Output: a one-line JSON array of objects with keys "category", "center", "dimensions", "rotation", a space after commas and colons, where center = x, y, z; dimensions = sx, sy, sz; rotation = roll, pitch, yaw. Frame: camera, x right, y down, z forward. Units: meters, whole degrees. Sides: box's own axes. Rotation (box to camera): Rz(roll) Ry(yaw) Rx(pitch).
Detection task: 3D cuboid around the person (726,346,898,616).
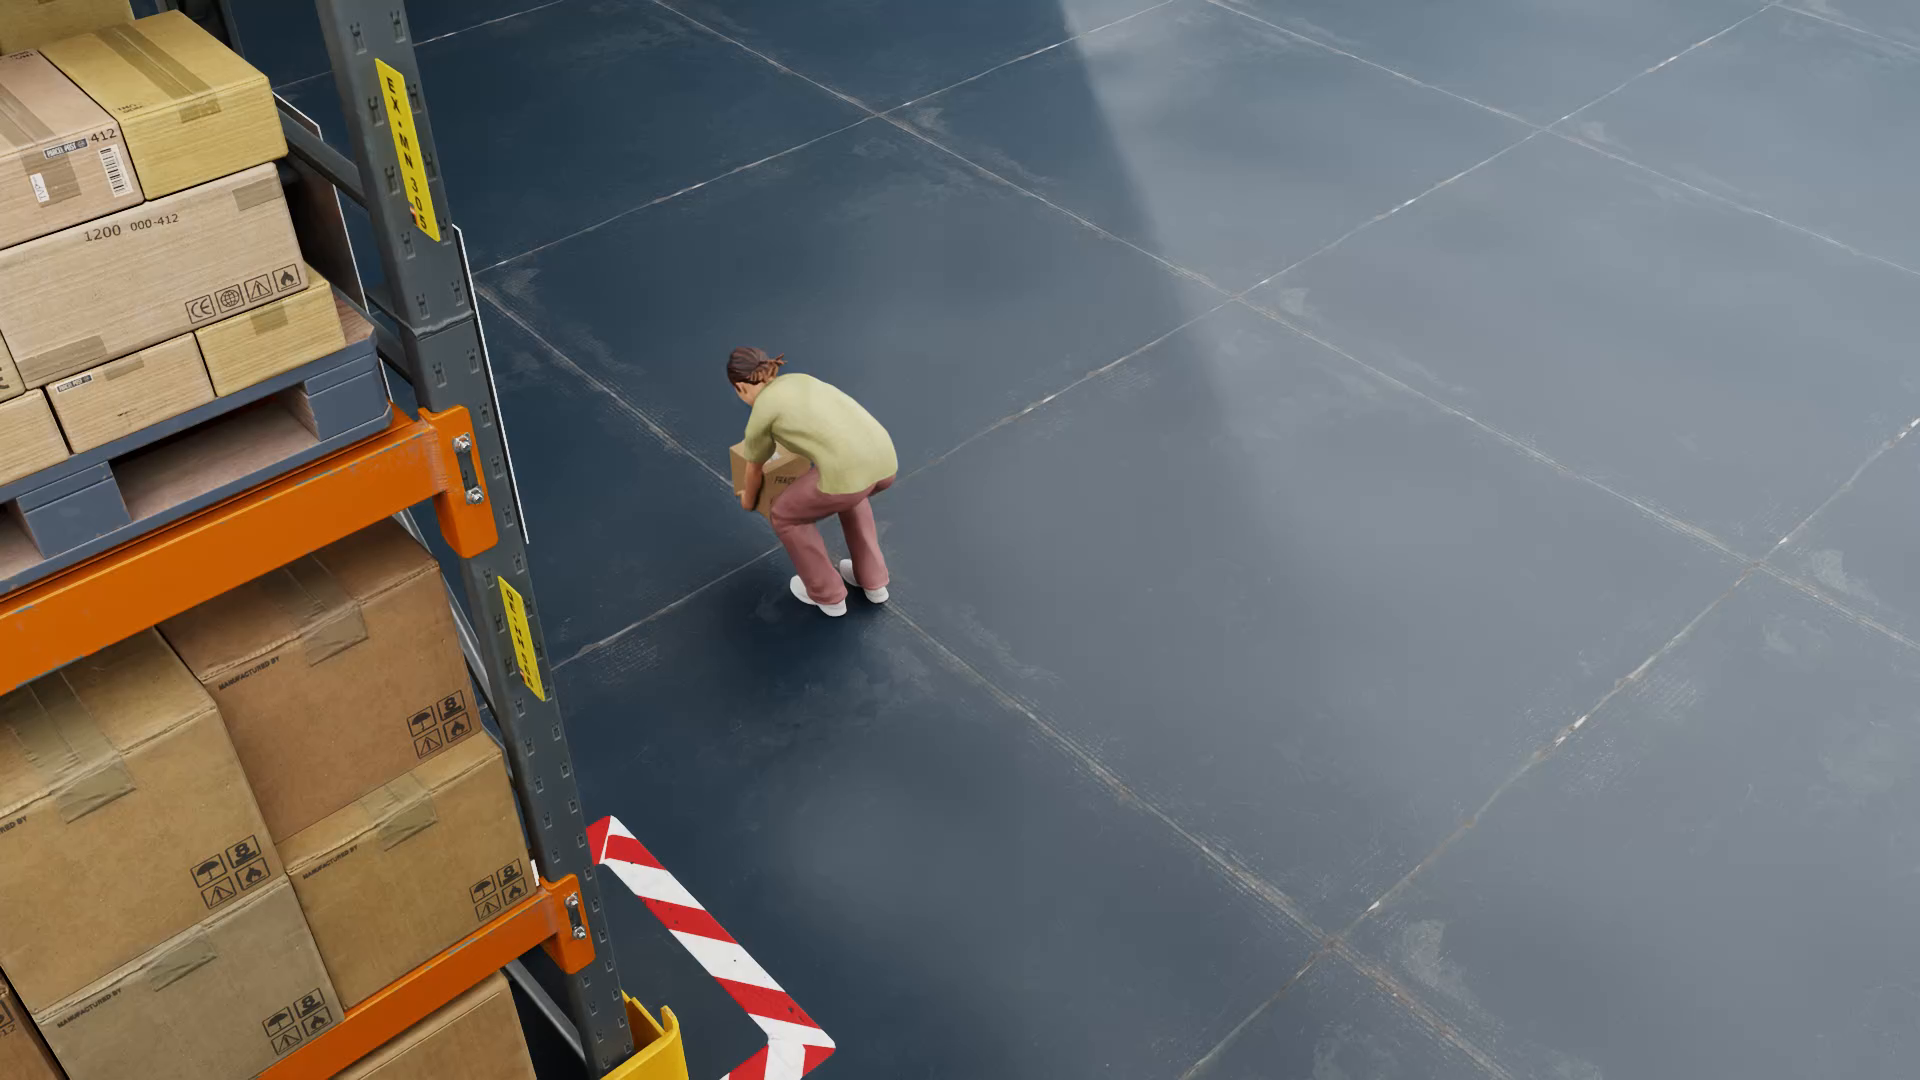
[{"category": "person", "center": [-0.622, -0.234, 6.930], "dimensions": [0.865, 1.042, 0.449], "rotation": [32, 50, 33]}]
